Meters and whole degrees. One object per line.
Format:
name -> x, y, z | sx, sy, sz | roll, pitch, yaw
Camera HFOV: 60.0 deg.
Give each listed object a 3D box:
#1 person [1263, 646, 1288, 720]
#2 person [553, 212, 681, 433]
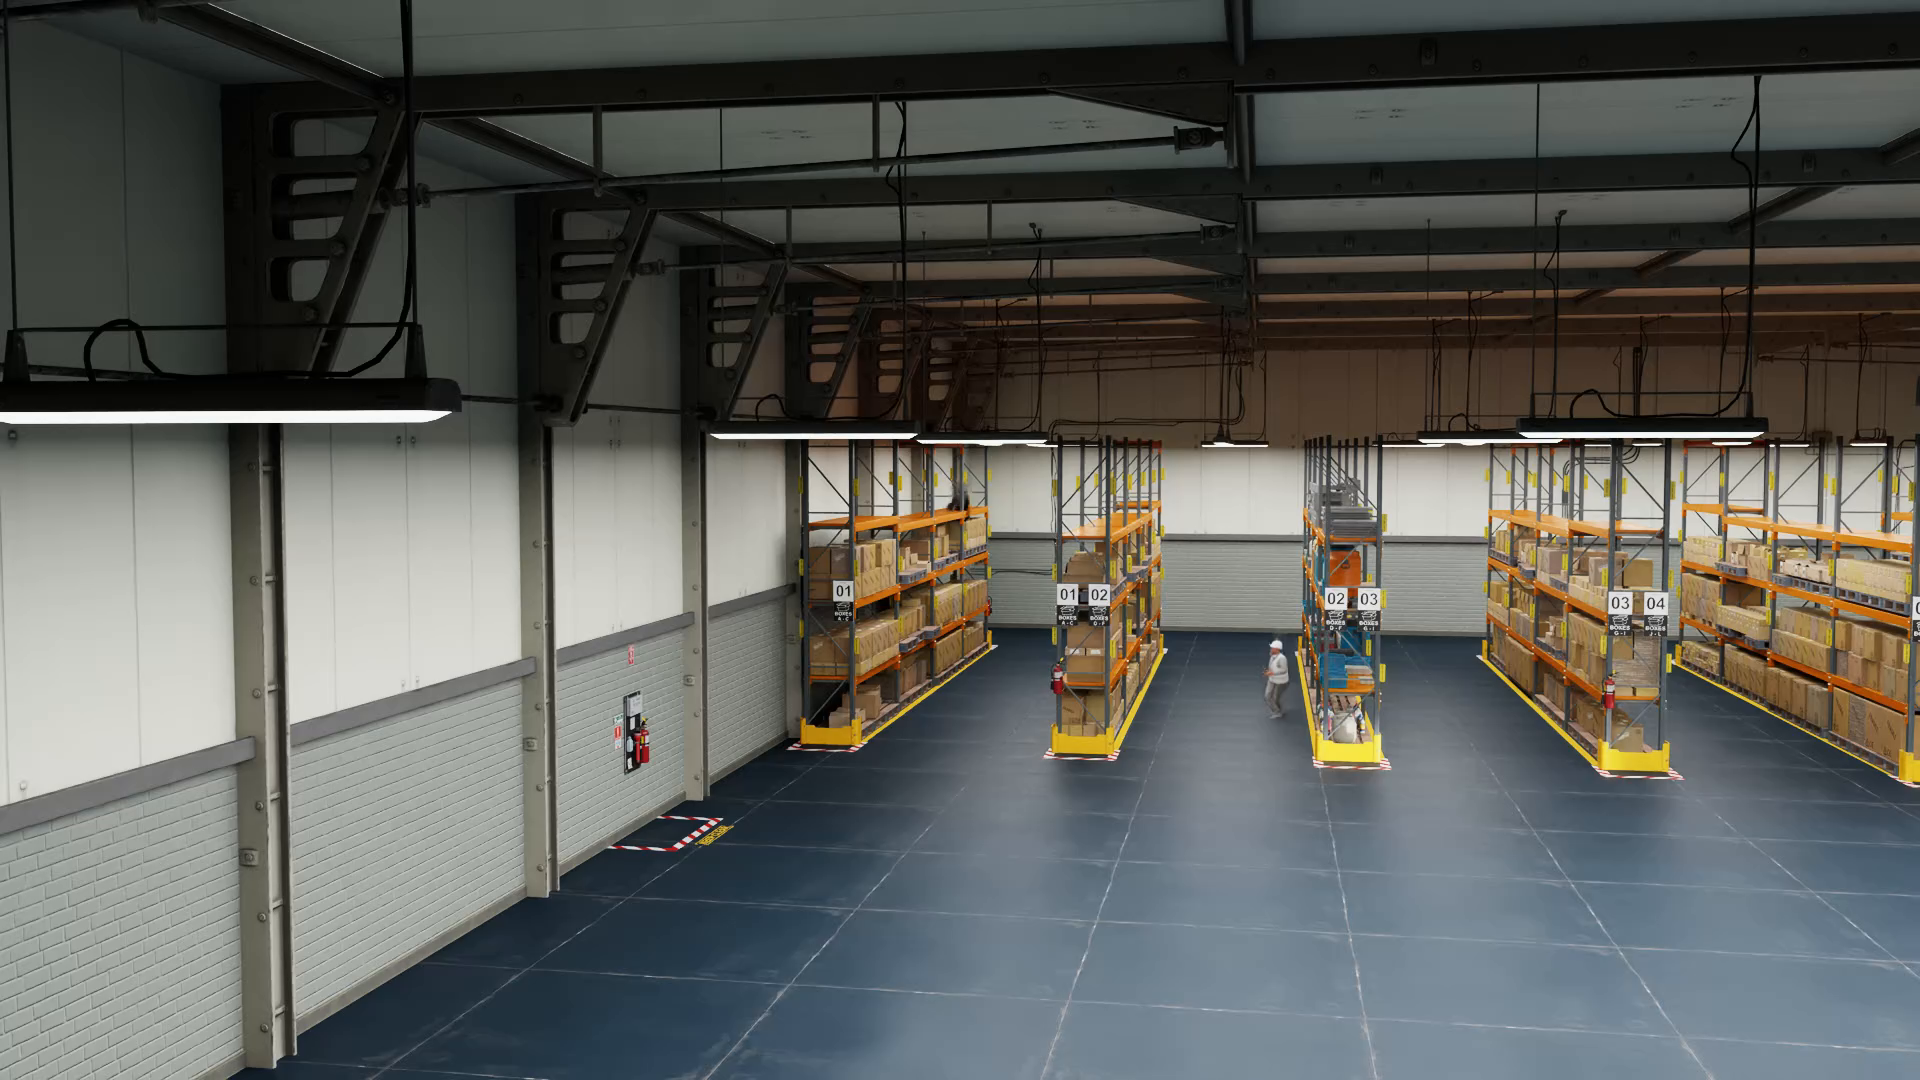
person -> 6.770, 3.011, 35.449 | 0.640, 1.660, 0.759 | -2, 4, -35
person -> 7.723, -0.439, 30.777 | 26.254, 9.003, 19.394 | 0, 3, 1
